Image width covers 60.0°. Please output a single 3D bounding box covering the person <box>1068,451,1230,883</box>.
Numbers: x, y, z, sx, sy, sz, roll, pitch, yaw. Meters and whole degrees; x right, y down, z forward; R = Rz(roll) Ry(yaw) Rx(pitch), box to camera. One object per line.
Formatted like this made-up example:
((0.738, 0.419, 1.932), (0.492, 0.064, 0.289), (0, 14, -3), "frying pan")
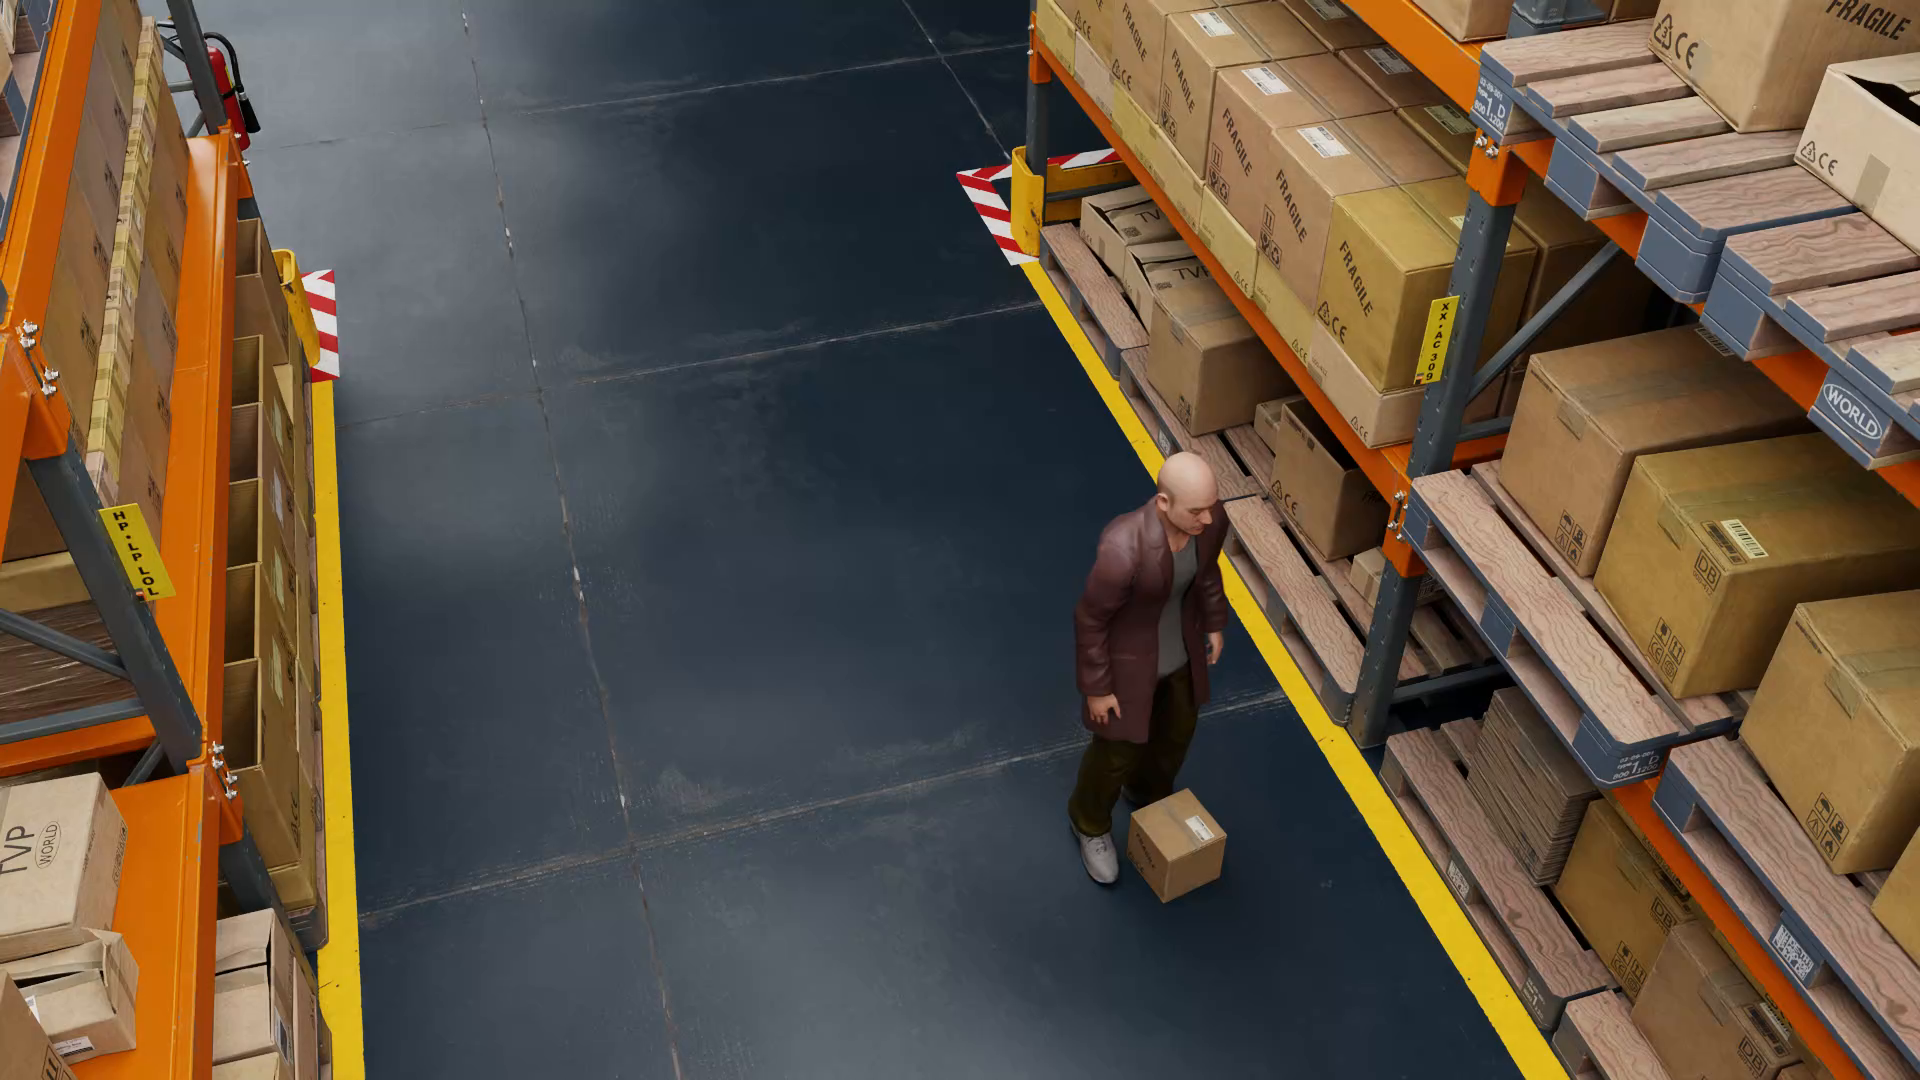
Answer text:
((0.664, 0.399, 5.723), (0.653, 1.773, 0.423), (-25, 47, -26), "person")
